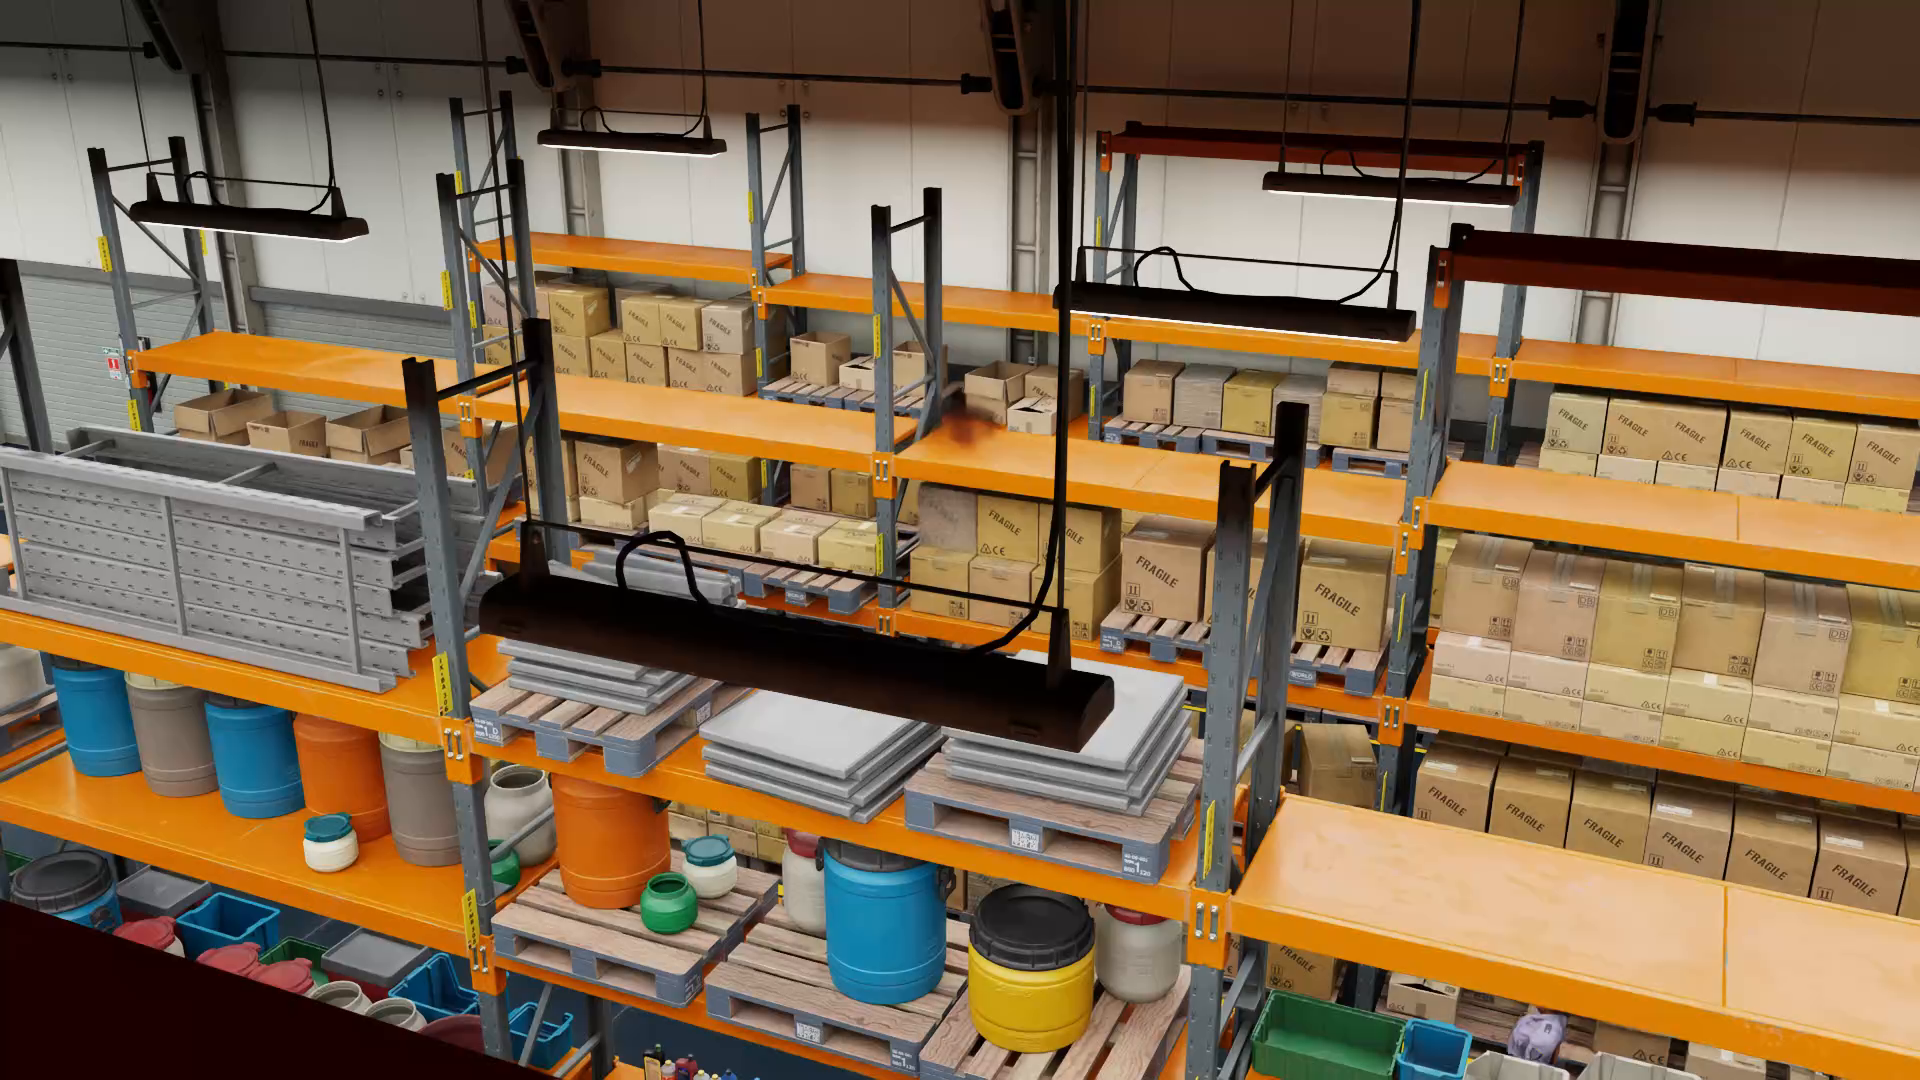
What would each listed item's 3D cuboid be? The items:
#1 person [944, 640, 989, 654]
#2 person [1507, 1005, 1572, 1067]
[{"bbox_3d":[0.034,1.519,16.116,0.417,1.797,0.631,-15,25,-35],"label":"person"},{"bbox_3d":[3.767,3.568,10.907,0.932,1.586,0.486,6,21,17],"label":"person"}]
